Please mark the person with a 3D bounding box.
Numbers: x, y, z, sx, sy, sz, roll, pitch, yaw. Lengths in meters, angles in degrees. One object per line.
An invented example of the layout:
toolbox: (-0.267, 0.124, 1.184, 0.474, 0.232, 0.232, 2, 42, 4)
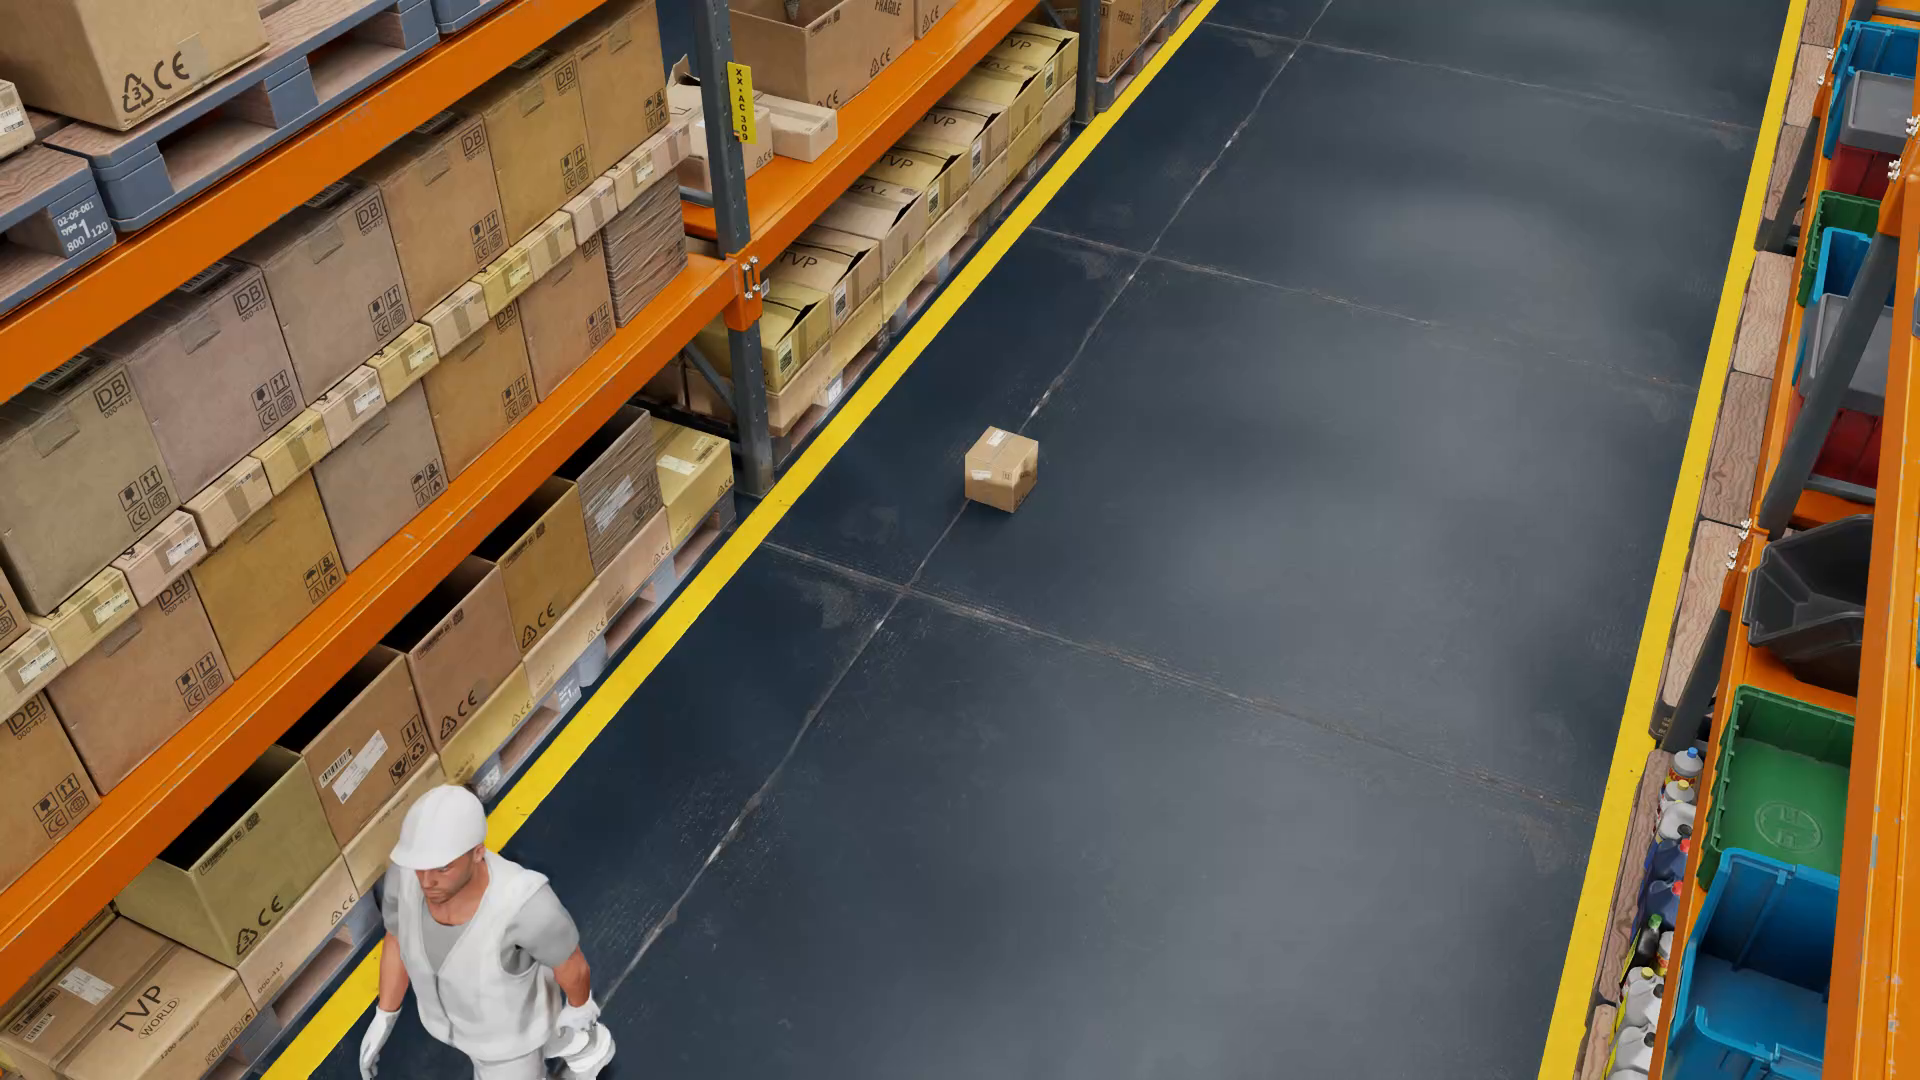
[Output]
person: (-1.354, 1.360, 4.604, 0.534, 1.736, 1.036, 19, 45, 20)
